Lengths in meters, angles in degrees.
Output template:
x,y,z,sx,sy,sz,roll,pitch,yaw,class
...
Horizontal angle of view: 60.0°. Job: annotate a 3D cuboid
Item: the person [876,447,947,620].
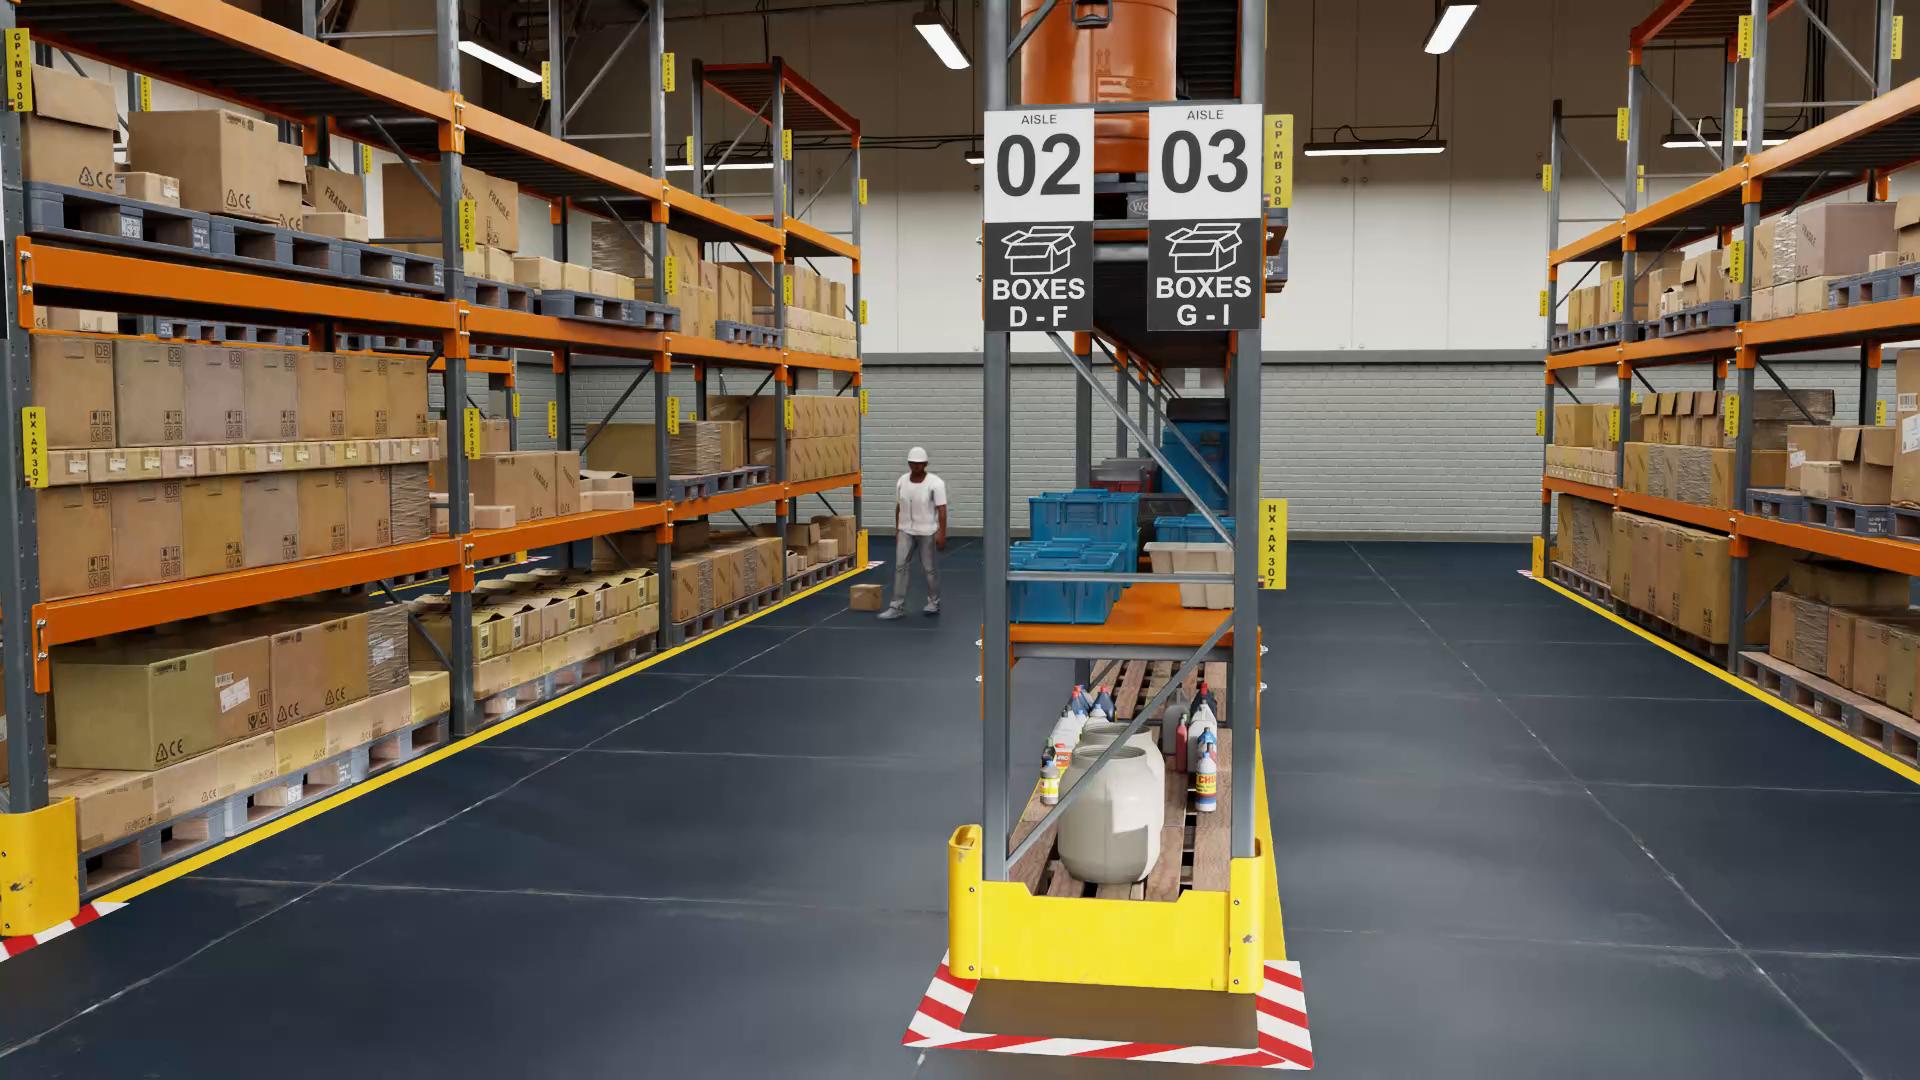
x,y,z,sx,sy,sz,roll,pitch,yaw,class
-0.425,-0.075,17.128,0.624,1.763,0.785,2,5,23,person
